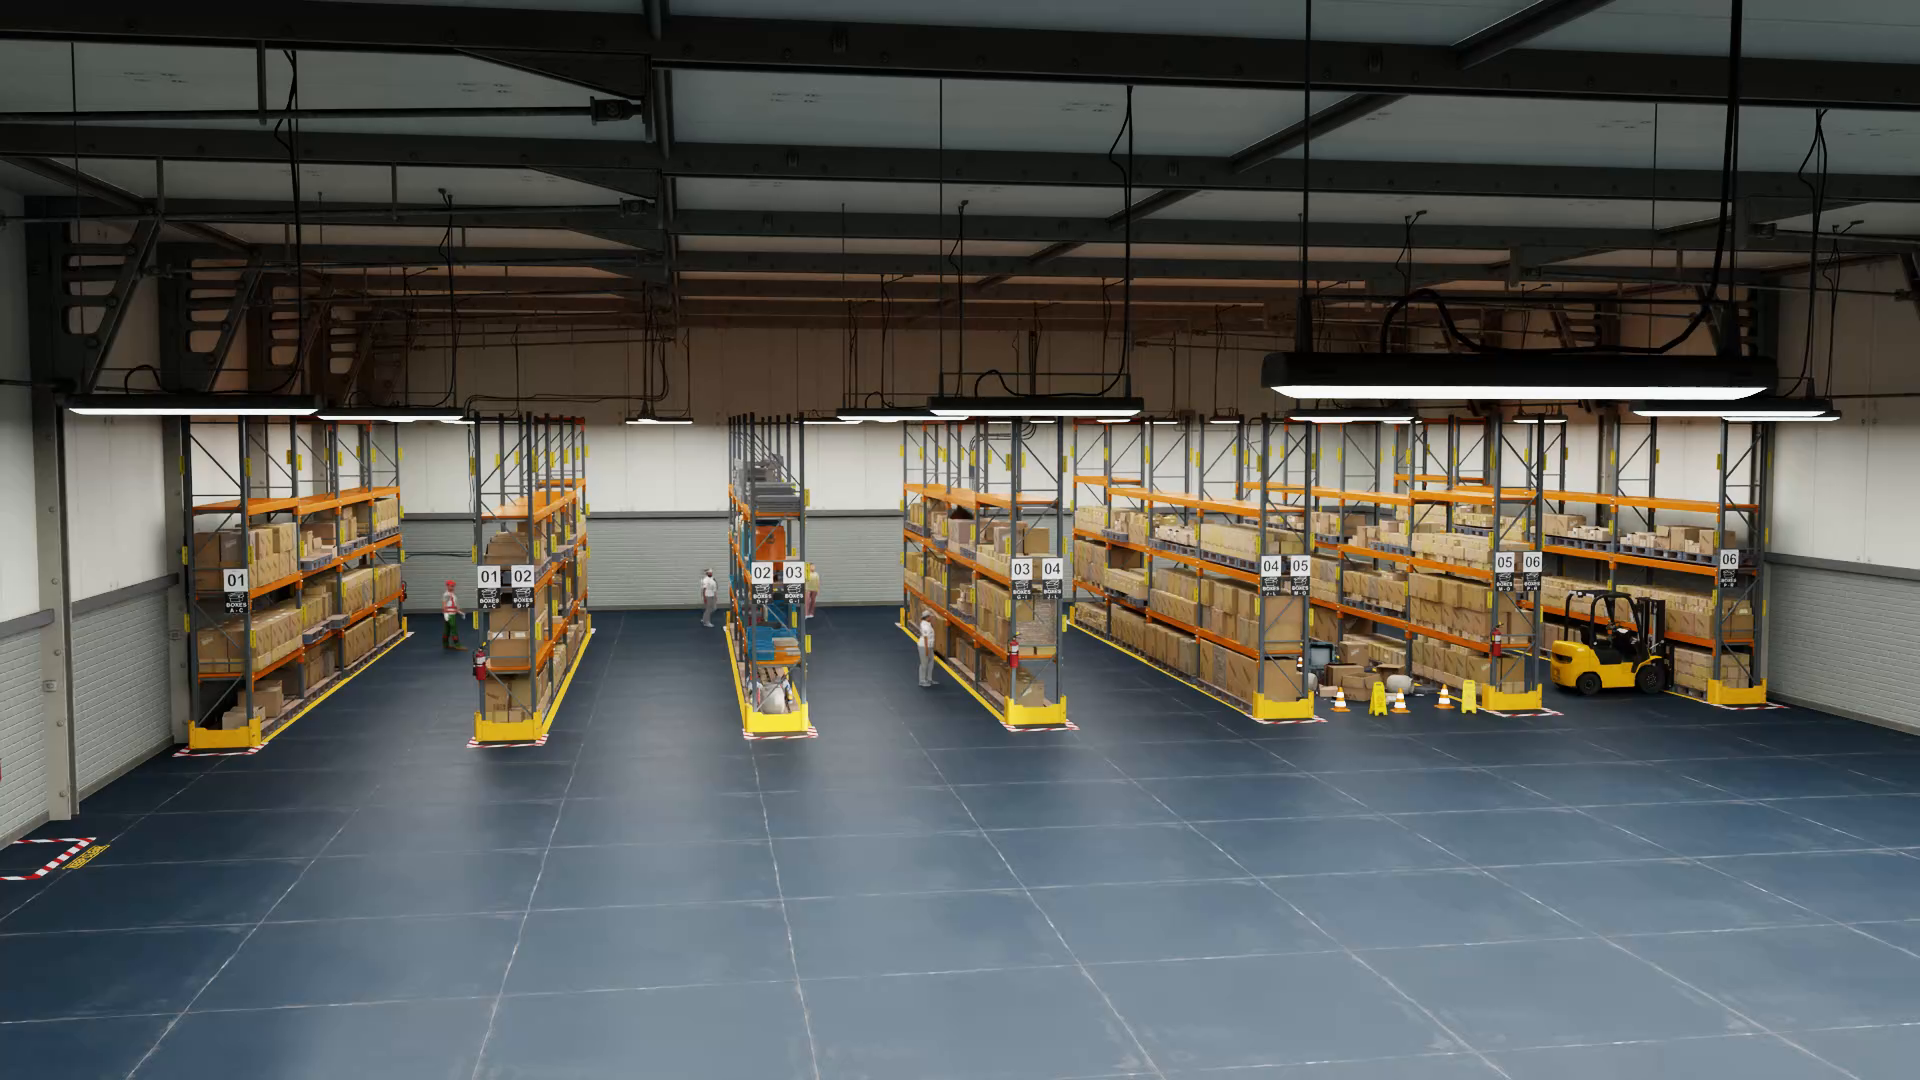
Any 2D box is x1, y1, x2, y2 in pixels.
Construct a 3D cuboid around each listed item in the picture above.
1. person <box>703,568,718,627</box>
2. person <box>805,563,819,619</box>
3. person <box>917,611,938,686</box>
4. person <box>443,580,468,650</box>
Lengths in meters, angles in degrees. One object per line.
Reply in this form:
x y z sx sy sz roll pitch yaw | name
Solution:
-7.199 1.633 47.764 0.441 1.696 0.500 1 4 10 | person
-4.462 1.514 49.589 0.511 1.646 0.742 0 4 -1 | person
-0.724 2.389 36.773 0.449 1.667 0.498 0 4 2 | person
-12.959 1.923 42.682 0.665 1.776 0.637 -1 4 -12 | person
